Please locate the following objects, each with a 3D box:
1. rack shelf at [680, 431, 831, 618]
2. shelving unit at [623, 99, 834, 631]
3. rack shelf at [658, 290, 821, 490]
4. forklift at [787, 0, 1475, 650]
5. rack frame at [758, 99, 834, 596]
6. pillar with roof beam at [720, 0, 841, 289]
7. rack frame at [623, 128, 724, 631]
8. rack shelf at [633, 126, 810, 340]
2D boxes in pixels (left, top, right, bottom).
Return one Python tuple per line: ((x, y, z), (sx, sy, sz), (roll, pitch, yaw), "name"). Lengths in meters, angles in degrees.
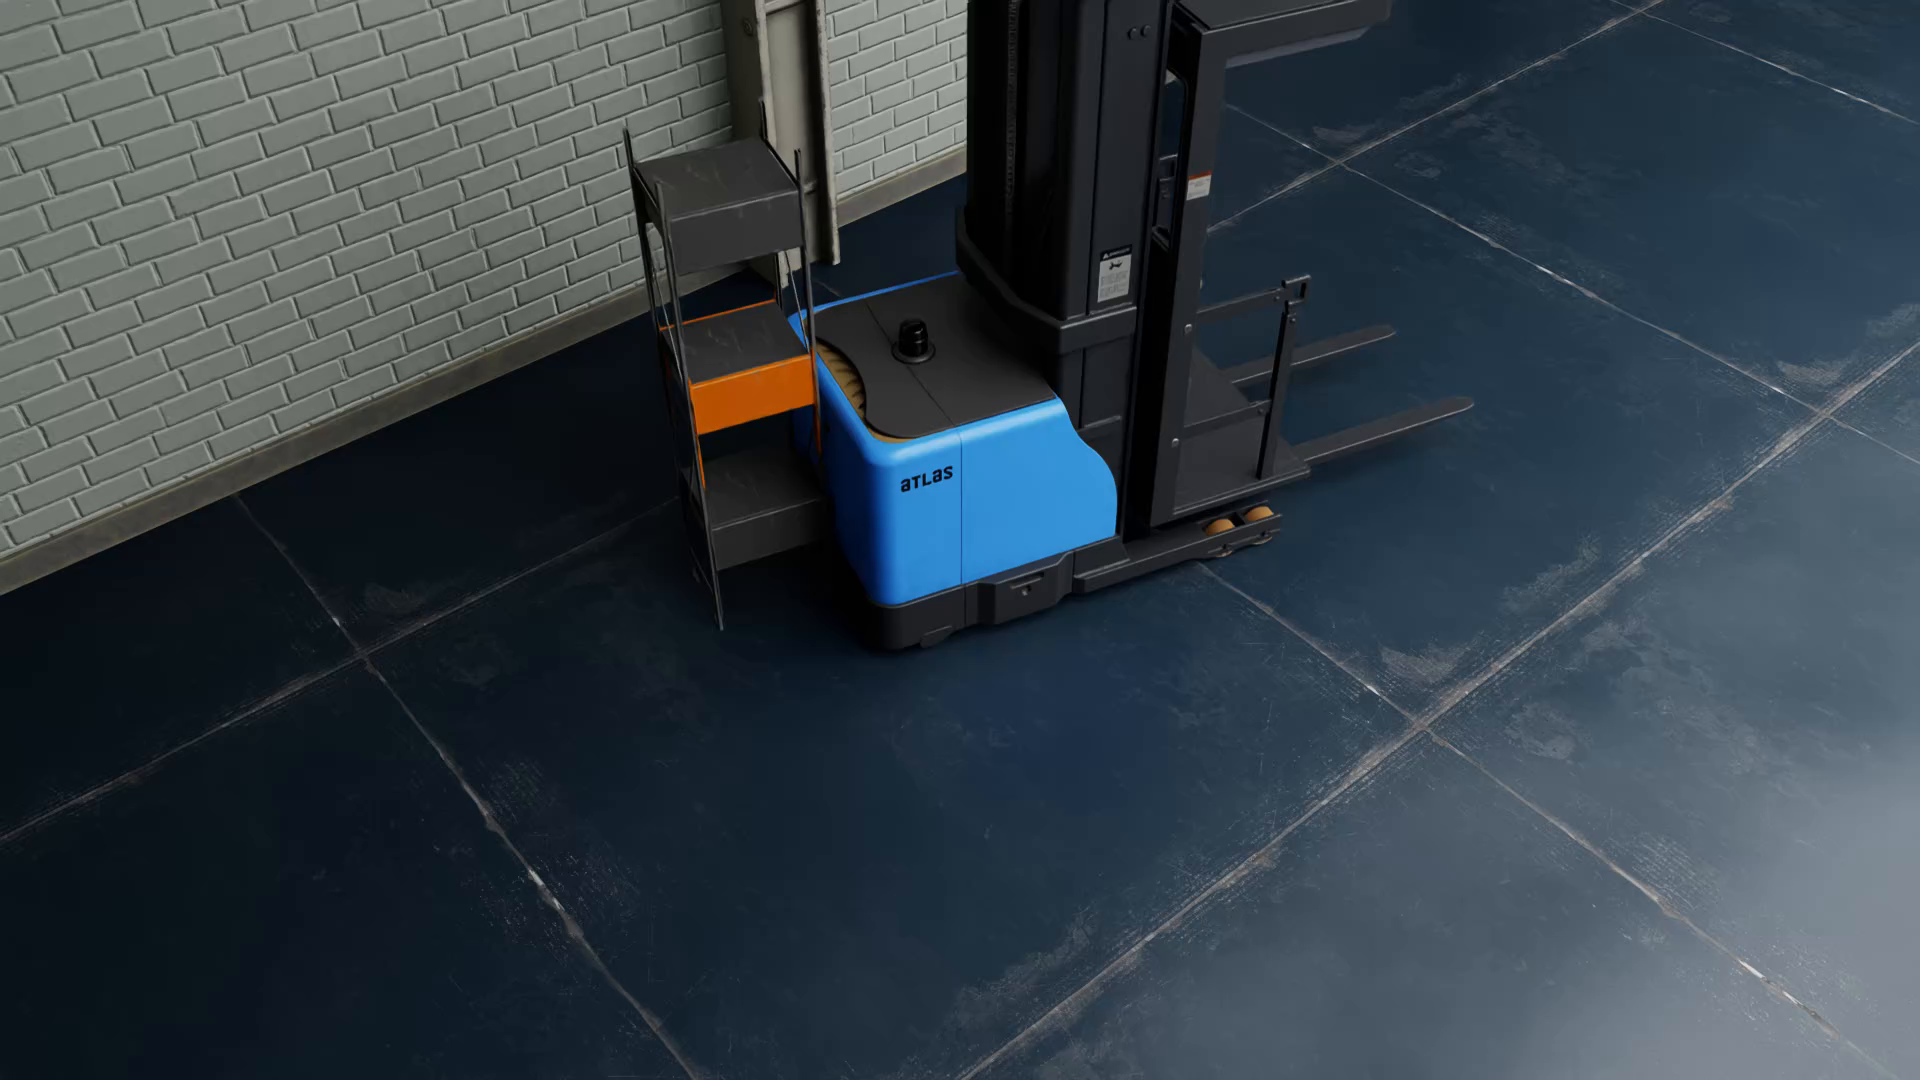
((-0.841, -0.065, 6.828), (0.480, 0.518, 0.431), (-17, 46, -18), "rack shelf")
((-0.841, -0.585, 6.339), (0.503, 2.100, 0.431), (-17, 46, -18), "shelving unit")
((-0.841, -0.575, 6.349), (0.480, 0.518, 0.431), (-17, 46, -18), "rack shelf")
((0.836, -1.307, 6.501), (3.031, 2.935, 1.130), (-17, 46, -18), "forklift")
((-0.619, -0.654, 6.413), (0.015, 2.100, 0.400), (-17, 46, -18), "rack frame")
((1.881, -2.490, 3.328), (0.400, 9.000, 9.100), (-30, 51, -28), "pillar with roof beam")
((-1.063, -0.516, 6.266), (0.015, 2.100, 0.400), (-17, 46, -18), "rack frame")
((-0.841, -1.086, 5.869), (0.480, 0.518, 0.431), (-17, 46, -18), "rack shelf")
